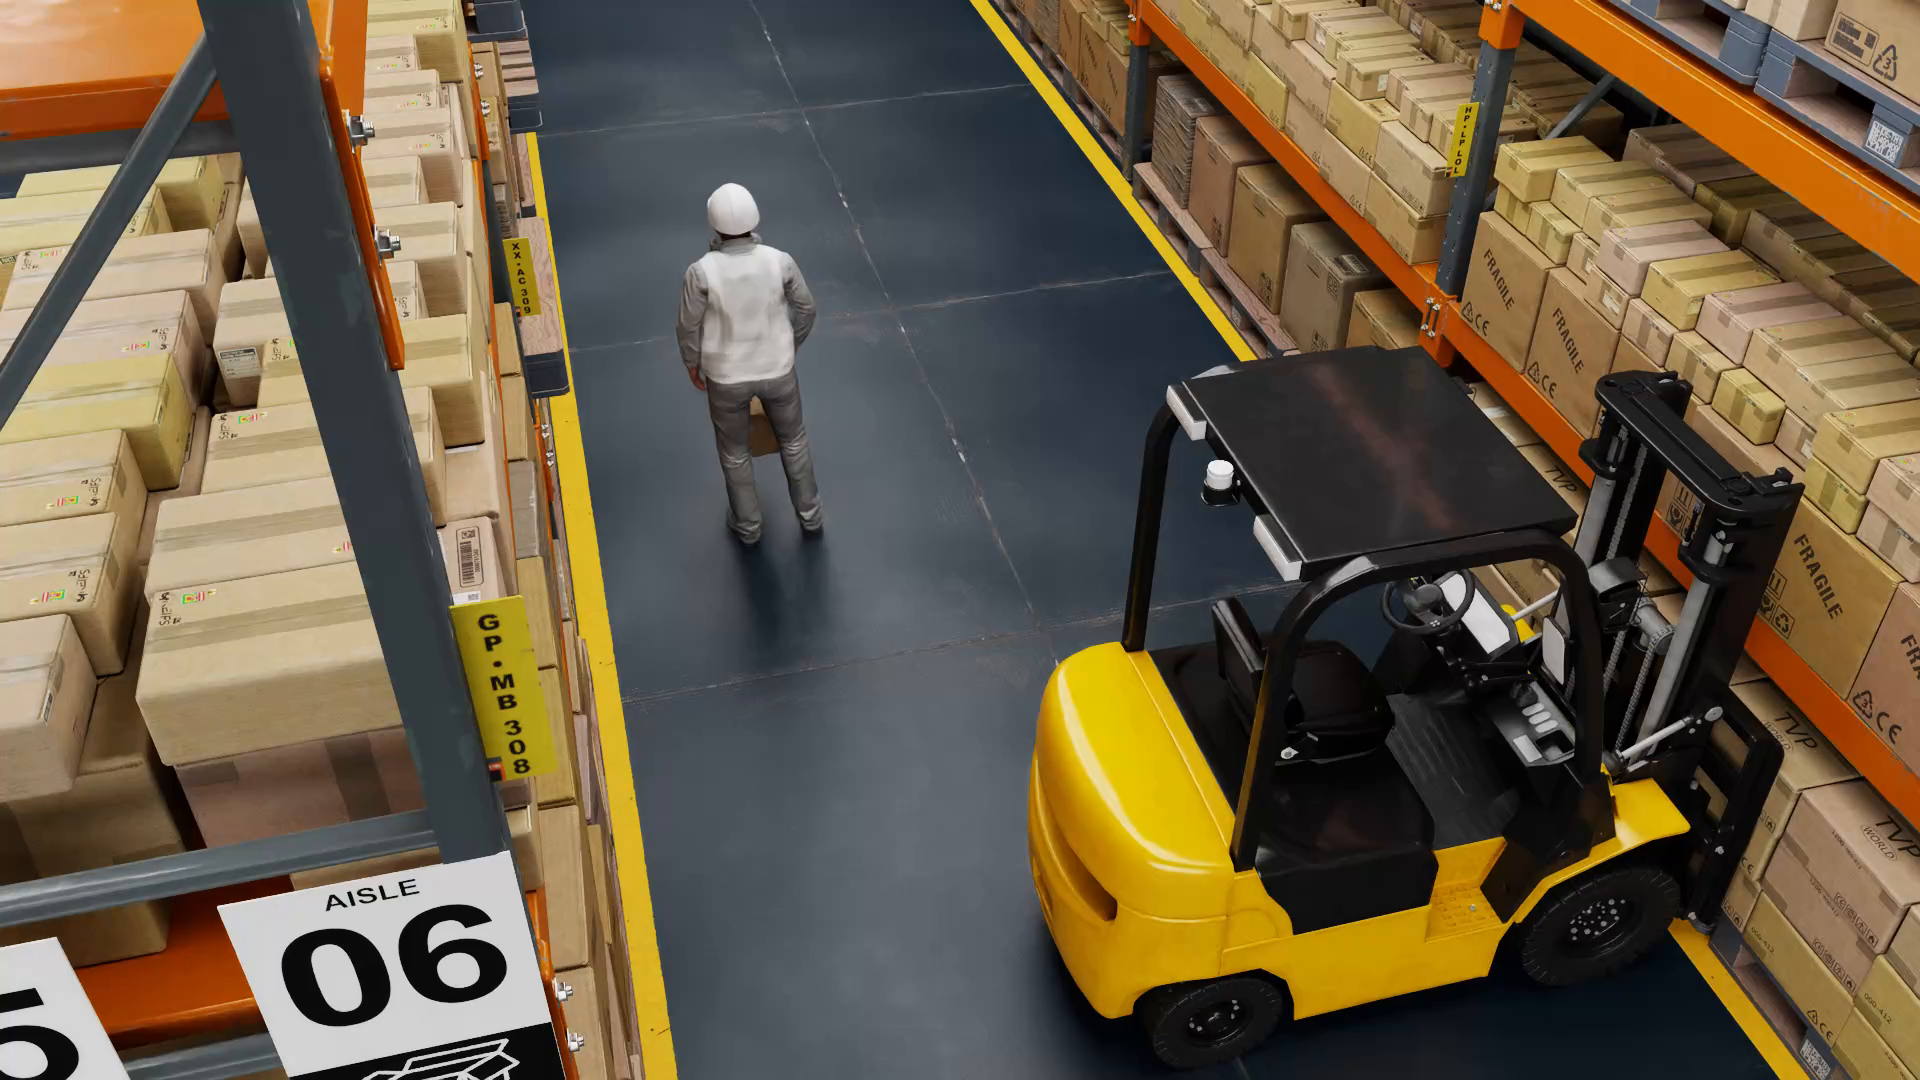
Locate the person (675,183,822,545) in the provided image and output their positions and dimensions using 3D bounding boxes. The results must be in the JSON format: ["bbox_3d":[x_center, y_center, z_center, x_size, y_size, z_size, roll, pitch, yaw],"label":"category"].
[{"bbox_3d":[-0.977,-0.811,7.746,0.654,1.755,0.483,-10,39,-13],"label":"person"}]
